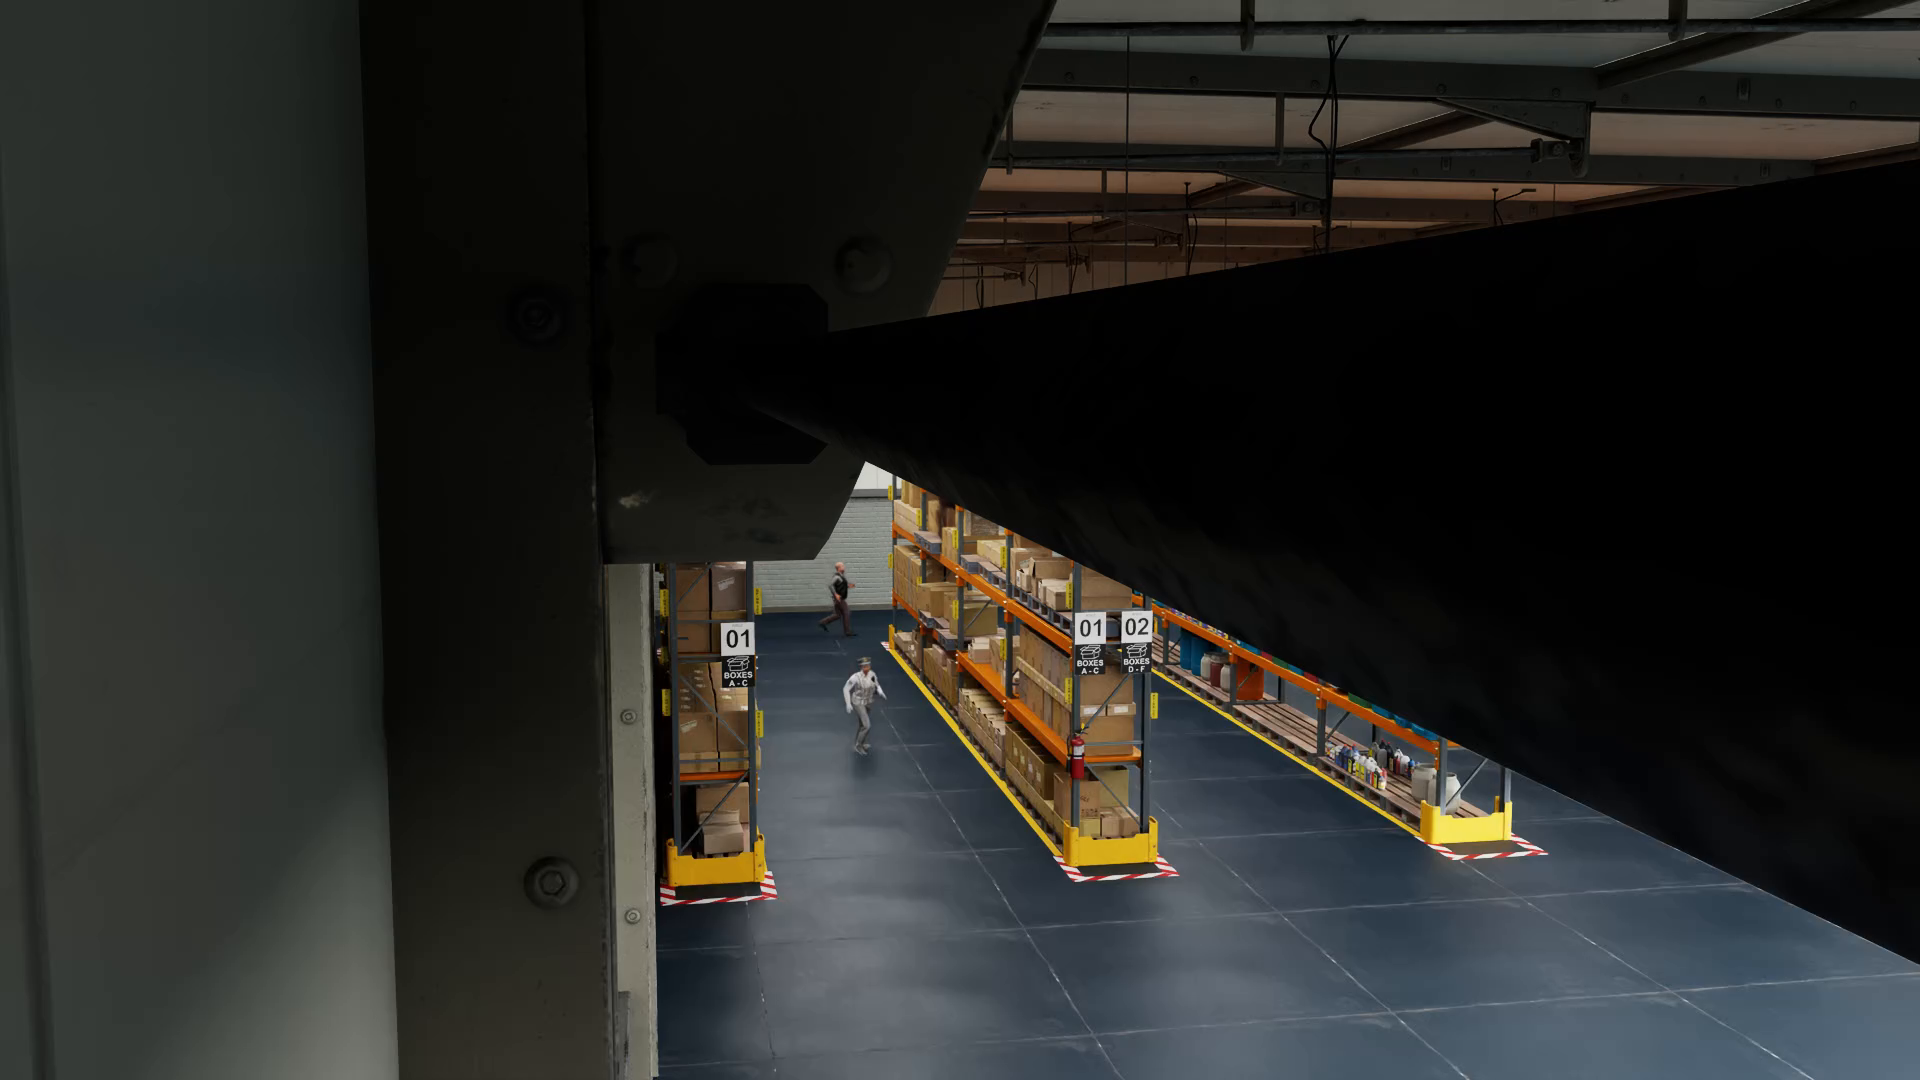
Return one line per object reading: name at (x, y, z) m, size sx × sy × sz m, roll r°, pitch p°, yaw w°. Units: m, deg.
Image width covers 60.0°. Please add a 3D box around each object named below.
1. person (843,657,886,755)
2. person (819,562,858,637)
person at (-1.519, 2.674, 26.806) m, size 0.782 × 1.642 × 0.622 m, roll 5°, pitch 8°, yaw 36°
person at (-2.789, 1.357, 38.015) m, size 0.908 × 1.703 × 0.614 m, roll 0°, pitch 6°, yaw -1°
